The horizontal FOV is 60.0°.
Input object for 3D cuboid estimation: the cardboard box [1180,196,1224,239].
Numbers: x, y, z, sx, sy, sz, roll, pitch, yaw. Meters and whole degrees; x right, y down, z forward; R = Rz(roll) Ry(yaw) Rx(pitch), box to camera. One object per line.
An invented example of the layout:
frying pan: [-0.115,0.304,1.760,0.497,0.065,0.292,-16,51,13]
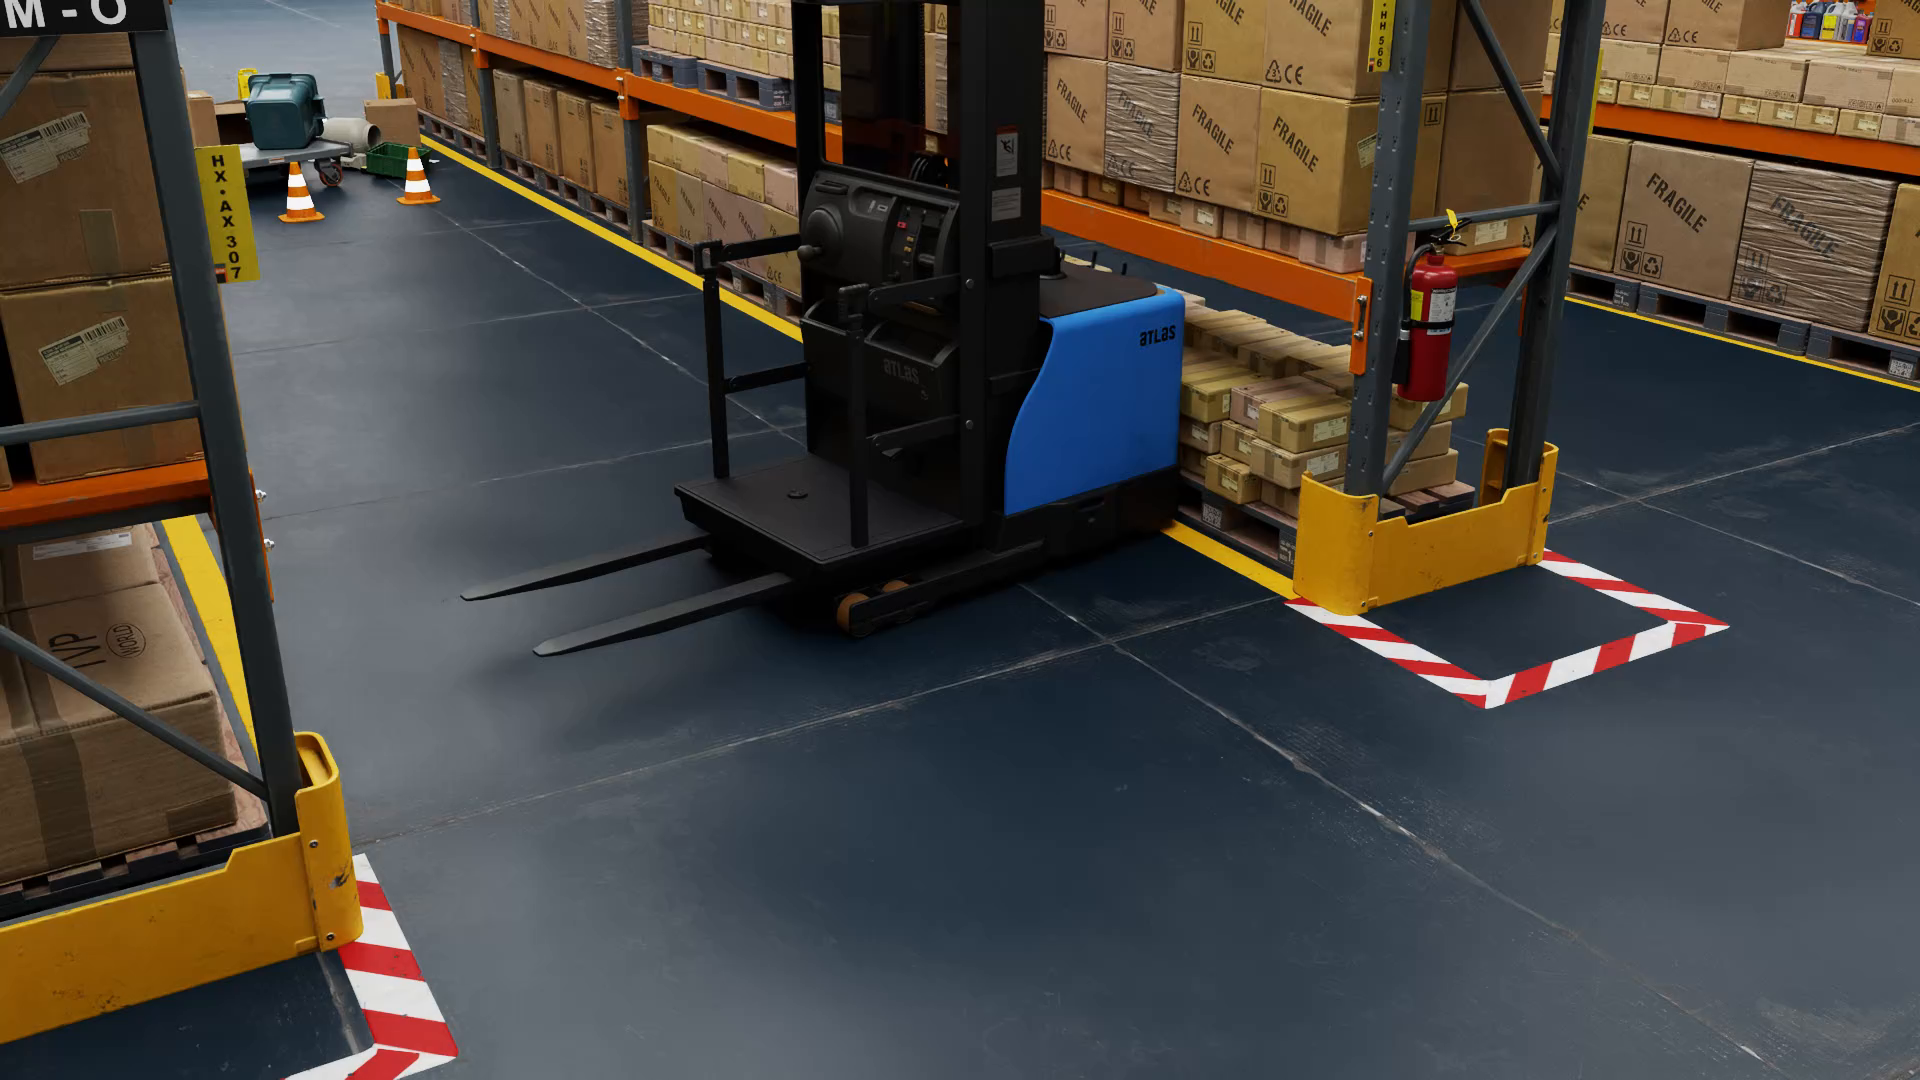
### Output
cardboard box: [1.169,-1.402,7.110,0.380,0.149,0.250,-12,25,-27]

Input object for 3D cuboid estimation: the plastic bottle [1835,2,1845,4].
plastic bottle: [8.114,-4.857,15.442,0.152,0.276,0.135,-13,25,-28]

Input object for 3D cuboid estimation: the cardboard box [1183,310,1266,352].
cardboard box: [1.300,-1.030,8.299,0.380,0.149,0.250,-12,25,-27]

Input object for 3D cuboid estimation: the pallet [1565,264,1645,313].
pallet: [4.559,-1.886,11.671,1.003,0.211,1.213,-13,25,-28]

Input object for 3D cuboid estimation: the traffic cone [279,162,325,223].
traffic cone: [-5.524,-2.914,13.866,0.336,0.463,0.334,-13,25,-28]

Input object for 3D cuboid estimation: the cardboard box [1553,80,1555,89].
cardboard box: [4.237,-3.078,11.234,0.380,0.149,0.250,-14,26,-30]

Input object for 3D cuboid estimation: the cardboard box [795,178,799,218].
cardboard box: [-0.676,-2.094,10.246,0.500,0.250,0.500,-13,26,-30]

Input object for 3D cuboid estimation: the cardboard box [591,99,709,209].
cardboard box: [-2.355,-3.179,13.580,1.050,0.750,0.750,-13,25,-29]

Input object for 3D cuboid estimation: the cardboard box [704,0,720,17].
cardboard box: [-1.516,-3.640,11.268,0.380,0.149,0.250,-11,25,-26]

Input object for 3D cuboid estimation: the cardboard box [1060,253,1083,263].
cardboard box: [0.492,-1.527,9.523,0.380,0.149,0.250,-12,25,-28]

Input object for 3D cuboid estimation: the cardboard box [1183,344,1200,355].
cardboard box: [0.893,-0.819,7.781,0.380,0.149,0.250,-12,25,-26]

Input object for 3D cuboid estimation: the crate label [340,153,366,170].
crate label: [-5.884,-3.690,16.207,0.250,0.136,0.298,8,23,18]

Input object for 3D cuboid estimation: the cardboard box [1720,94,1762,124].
cardboard box: [4.900,-2.659,10.203,0.380,0.149,0.250,-13,26,-30]

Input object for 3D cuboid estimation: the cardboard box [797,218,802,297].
cardboard box: [-0.673,-1.745,10.384,0.500,0.500,0.500,-13,26,-29]

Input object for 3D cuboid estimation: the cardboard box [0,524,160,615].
cardboard box: [-3.137,0.265,5.520,0.875,0.438,0.875,-12,25,-27]

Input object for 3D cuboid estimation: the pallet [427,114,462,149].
pallet: [-5.113,-4.472,18.034,1.003,0.211,1.213,-13,25,-28]

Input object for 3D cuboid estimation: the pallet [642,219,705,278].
pallet: [-1.724,-2.268,12.610,1.003,0.211,1.213,-13,25,-28]

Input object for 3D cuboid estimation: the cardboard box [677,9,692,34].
cardboard box: [-1.768,-3.660,11.714,0.380,0.149,0.250,-13,26,-30]

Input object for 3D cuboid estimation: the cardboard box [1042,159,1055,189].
cardboard box: [0.500,-1.830,8.163,0.380,0.149,0.250,-11,25,-26]

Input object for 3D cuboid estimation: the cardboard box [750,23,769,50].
cardboard box: [-1.128,-3.251,10.706,0.380,0.149,0.250,-12,25,-28]

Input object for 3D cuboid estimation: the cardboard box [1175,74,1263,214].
cardboard box: [1.256,-1.671,6.910,0.500,0.500,0.500,-13,26,-29]

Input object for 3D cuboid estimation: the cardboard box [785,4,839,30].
cardboard box: [-0.854,-3.220,10.235,0.380,0.149,0.250,-13,25,-28]

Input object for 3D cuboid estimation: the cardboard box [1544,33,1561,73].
cardboard box: [4.252,-3.305,11.263,0.500,0.250,0.500,-13,26,-29]

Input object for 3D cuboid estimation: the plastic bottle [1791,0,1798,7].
plastic bottle: [7.910,-5.004,15.811,0.097,0.271,0.097,0,22,0]

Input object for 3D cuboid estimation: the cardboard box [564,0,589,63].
cardboard box: [-2.836,-4.115,13.319,0.500,0.500,0.500,-13,25,-28]

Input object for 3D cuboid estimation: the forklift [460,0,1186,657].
forklift: [-0.487,-1.209,6.392,3.031,2.935,1.130,-17,28,-36]

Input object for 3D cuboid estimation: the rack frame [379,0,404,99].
rack frame: [-6.208,-6.402,19.079,1.000,3.000,0.127,-13,25,-28]

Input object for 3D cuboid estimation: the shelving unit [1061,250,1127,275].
shelving unit: [0.551,-0.830,7.918,0.215,1.050,0.252,-4,23,-32]

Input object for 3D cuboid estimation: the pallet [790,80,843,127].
pallet: [-0.344,-2.704,10.236,1.003,0.211,1.213,-13,25,-28]

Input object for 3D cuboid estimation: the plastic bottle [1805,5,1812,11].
plastic bottle: [7.670,-4.709,15.084,0.097,0.271,0.097,0,22,0]

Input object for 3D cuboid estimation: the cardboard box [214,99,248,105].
cardboard box: [-7.338,-4.179,16.926,0.637,0.503,0.797,8,23,18]

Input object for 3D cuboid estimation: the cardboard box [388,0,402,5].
cardboard box: [-5.980,-6.360,18.777,0.875,0.550,0.550,-13,25,-28]

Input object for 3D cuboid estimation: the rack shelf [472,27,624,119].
rack shelf: [-3.143,-4.127,14.436,1.077,0.370,4.000,-13,25,-28]

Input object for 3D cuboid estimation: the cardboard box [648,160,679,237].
cardboard box: [-1.979,-2.571,12.415,0.500,0.500,0.500,-14,26,-30]

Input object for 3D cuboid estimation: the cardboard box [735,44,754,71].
cardboard box: [-1.256,-3.194,10.961,0.380,0.149,0.250,-14,26,-30]

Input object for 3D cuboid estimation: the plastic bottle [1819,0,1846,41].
plastic bottle: [7.745,-4.604,14.719,0.144,0.351,0.185,-13,25,-28]

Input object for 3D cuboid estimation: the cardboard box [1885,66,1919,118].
cardboard box: [5.546,-2.483,9.240,0.500,0.250,0.500,-13,26,-29]

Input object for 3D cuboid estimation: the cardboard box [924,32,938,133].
cardboard box: [-0.042,-2.493,8.934,0.500,0.500,0.500,-13,26,-29]

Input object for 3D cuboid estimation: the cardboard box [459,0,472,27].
cardboard box: [-4.364,-5.294,16.153,0.875,0.550,0.550,-13,25,-28]

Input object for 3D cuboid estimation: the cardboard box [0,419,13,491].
cardboard box: [-2.713,-0.390,4.154,0.500,0.500,0.500,-12,25,-28]

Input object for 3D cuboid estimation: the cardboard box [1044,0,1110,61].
cardboard box: [0.712,-2.472,7.553,0.500,0.500,0.500,-14,26,-30]

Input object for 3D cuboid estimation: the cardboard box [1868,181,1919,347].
cardboard box: [5.885,-1.546,9.396,0.875,0.875,0.875,-13,25,-28]

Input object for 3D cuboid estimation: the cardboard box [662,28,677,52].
cardboard box: [-1.930,-3.620,12.011,0.380,0.149,0.250,-11,25,-26]

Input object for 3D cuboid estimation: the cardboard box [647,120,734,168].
cardboard box: [-1.977,-2.927,12.295,0.500,0.250,0.500,-14,26,-31]

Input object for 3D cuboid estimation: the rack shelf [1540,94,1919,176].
rack shelf: [5.259,-2.458,10.332,1.077,0.370,4.000,-13,25,-28]

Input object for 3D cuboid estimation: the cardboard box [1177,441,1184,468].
cardboard box: [1.100,-0.470,7.713,0.380,0.149,0.250,-12,25,-28]

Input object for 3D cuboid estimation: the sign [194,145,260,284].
sign: [-1.759,-0.781,3.994,0.100,0.325,0.005,-13,25,-28]

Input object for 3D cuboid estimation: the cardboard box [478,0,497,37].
cardboard box: [-4.128,-4.932,15.329,0.500,0.500,0.500,-12,25,-28]

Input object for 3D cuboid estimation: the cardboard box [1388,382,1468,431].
cardboard box: [1.989,-0.607,7.260,0.380,0.149,0.250,-14,26,-31]
